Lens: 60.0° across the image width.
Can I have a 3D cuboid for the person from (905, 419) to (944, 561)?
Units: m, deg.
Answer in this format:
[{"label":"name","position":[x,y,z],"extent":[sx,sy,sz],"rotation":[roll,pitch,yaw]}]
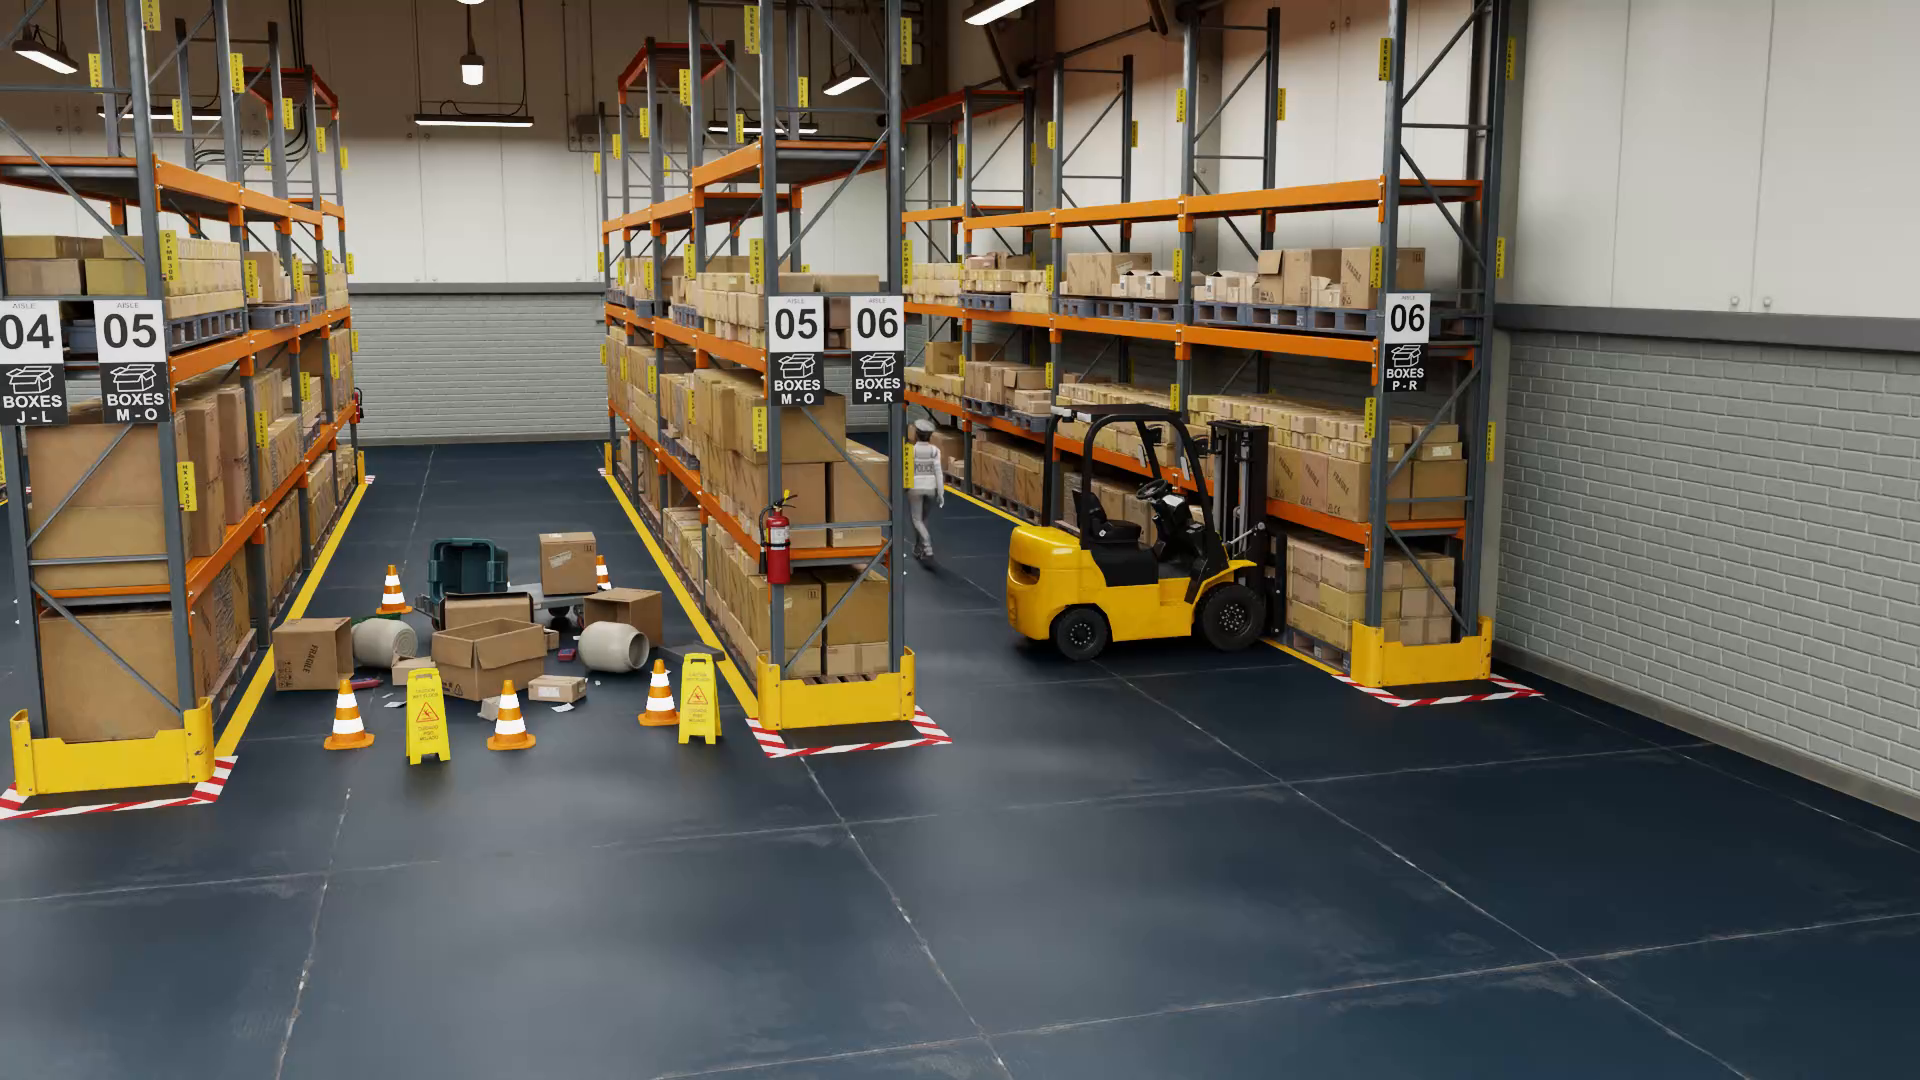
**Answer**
[{"label":"person","position":[-0.465,-0.577,19.257],"extent":[0.510,1.645,0.956],"rotation":[-3,10,-20]}]
